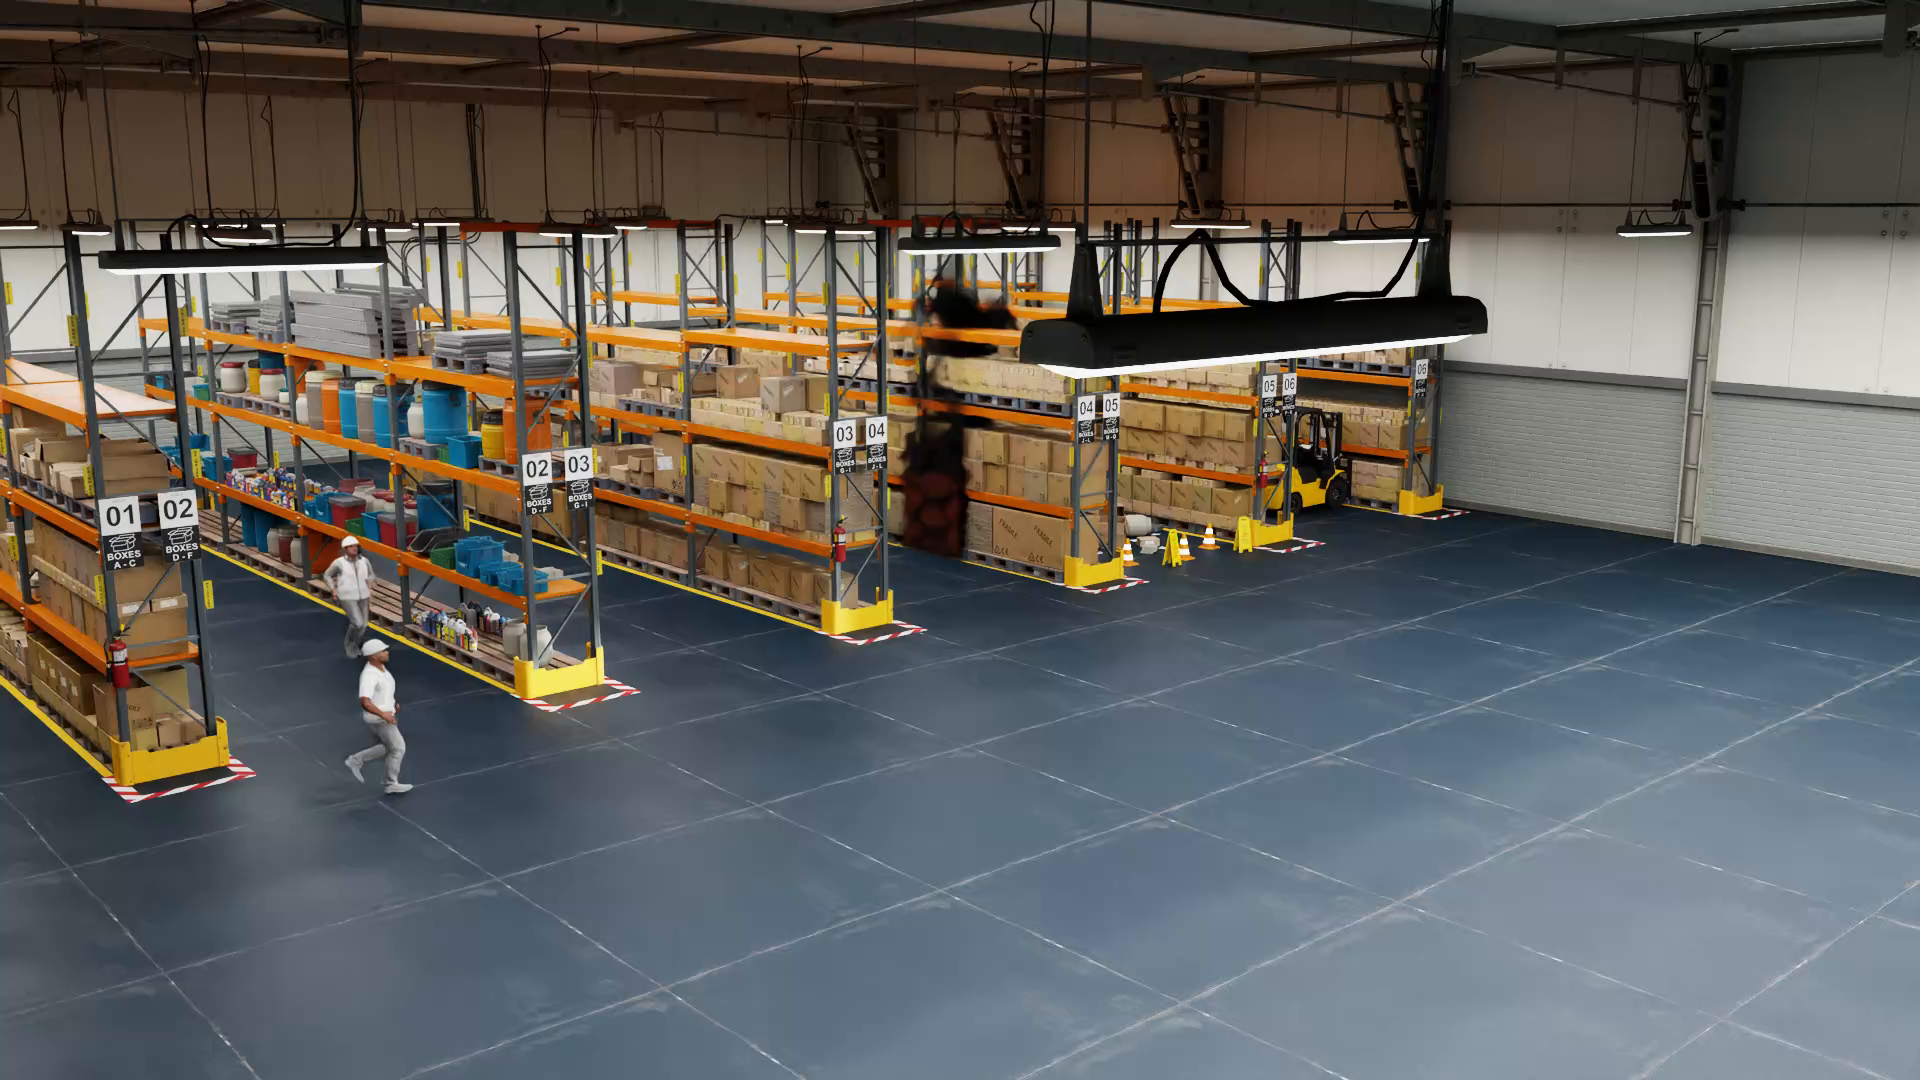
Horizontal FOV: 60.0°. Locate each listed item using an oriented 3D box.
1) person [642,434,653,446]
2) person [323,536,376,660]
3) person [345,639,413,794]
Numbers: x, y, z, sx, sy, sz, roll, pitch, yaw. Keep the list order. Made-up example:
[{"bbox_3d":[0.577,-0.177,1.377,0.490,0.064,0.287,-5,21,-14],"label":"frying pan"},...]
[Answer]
[{"bbox_3d":[-7.727,-2.742,41.274,0.579,1.682,0.725,2,12,12],"label":"person"},{"bbox_3d":[-8.495,0.816,23.363,0.670,1.751,0.638,10,15,42],"label":"person"},{"bbox_3d":[-6.346,1.915,18.017,0.696,1.725,0.741,-3,12,-13],"label":"person"}]
